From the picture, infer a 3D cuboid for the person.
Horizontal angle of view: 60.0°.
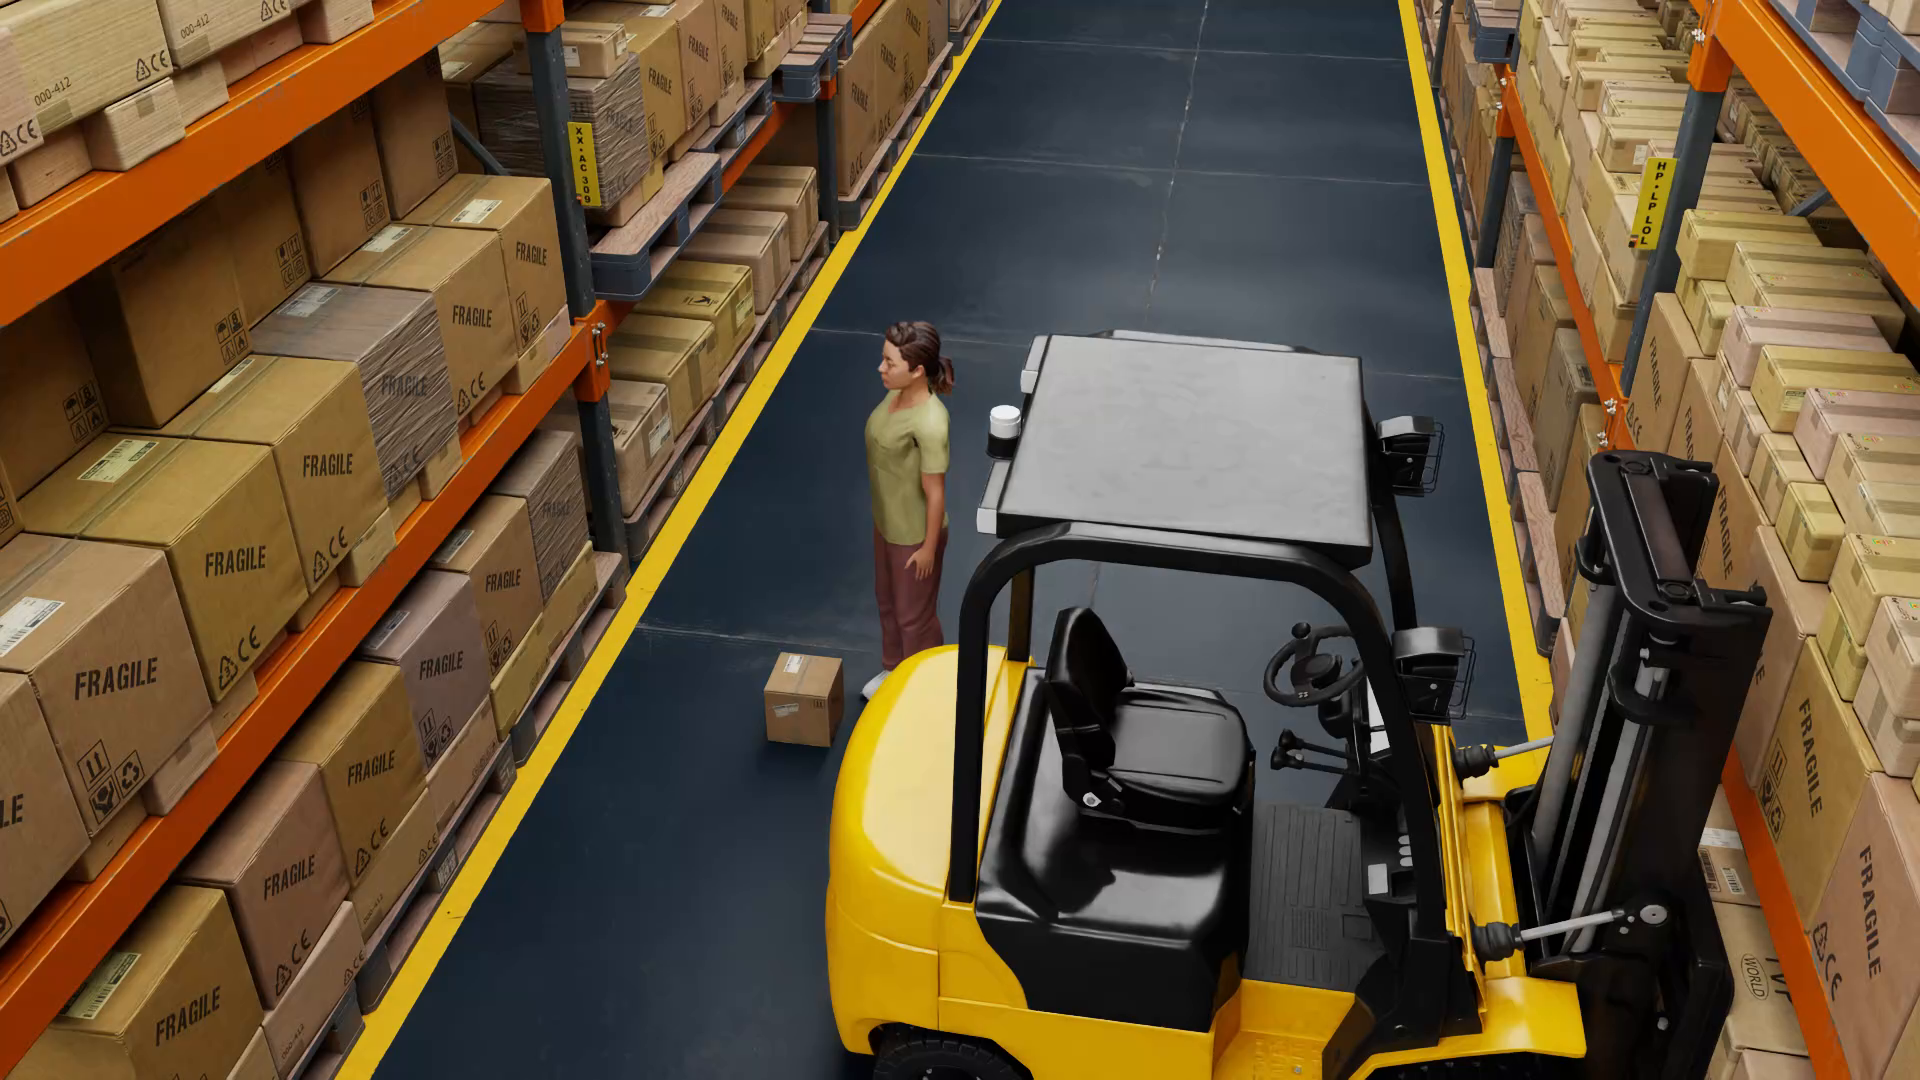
[{"bbox_3d":[-0.187,-0.047,6.220,0.373,1.674,0.447,-10,34,-15],"label":"person"}]
